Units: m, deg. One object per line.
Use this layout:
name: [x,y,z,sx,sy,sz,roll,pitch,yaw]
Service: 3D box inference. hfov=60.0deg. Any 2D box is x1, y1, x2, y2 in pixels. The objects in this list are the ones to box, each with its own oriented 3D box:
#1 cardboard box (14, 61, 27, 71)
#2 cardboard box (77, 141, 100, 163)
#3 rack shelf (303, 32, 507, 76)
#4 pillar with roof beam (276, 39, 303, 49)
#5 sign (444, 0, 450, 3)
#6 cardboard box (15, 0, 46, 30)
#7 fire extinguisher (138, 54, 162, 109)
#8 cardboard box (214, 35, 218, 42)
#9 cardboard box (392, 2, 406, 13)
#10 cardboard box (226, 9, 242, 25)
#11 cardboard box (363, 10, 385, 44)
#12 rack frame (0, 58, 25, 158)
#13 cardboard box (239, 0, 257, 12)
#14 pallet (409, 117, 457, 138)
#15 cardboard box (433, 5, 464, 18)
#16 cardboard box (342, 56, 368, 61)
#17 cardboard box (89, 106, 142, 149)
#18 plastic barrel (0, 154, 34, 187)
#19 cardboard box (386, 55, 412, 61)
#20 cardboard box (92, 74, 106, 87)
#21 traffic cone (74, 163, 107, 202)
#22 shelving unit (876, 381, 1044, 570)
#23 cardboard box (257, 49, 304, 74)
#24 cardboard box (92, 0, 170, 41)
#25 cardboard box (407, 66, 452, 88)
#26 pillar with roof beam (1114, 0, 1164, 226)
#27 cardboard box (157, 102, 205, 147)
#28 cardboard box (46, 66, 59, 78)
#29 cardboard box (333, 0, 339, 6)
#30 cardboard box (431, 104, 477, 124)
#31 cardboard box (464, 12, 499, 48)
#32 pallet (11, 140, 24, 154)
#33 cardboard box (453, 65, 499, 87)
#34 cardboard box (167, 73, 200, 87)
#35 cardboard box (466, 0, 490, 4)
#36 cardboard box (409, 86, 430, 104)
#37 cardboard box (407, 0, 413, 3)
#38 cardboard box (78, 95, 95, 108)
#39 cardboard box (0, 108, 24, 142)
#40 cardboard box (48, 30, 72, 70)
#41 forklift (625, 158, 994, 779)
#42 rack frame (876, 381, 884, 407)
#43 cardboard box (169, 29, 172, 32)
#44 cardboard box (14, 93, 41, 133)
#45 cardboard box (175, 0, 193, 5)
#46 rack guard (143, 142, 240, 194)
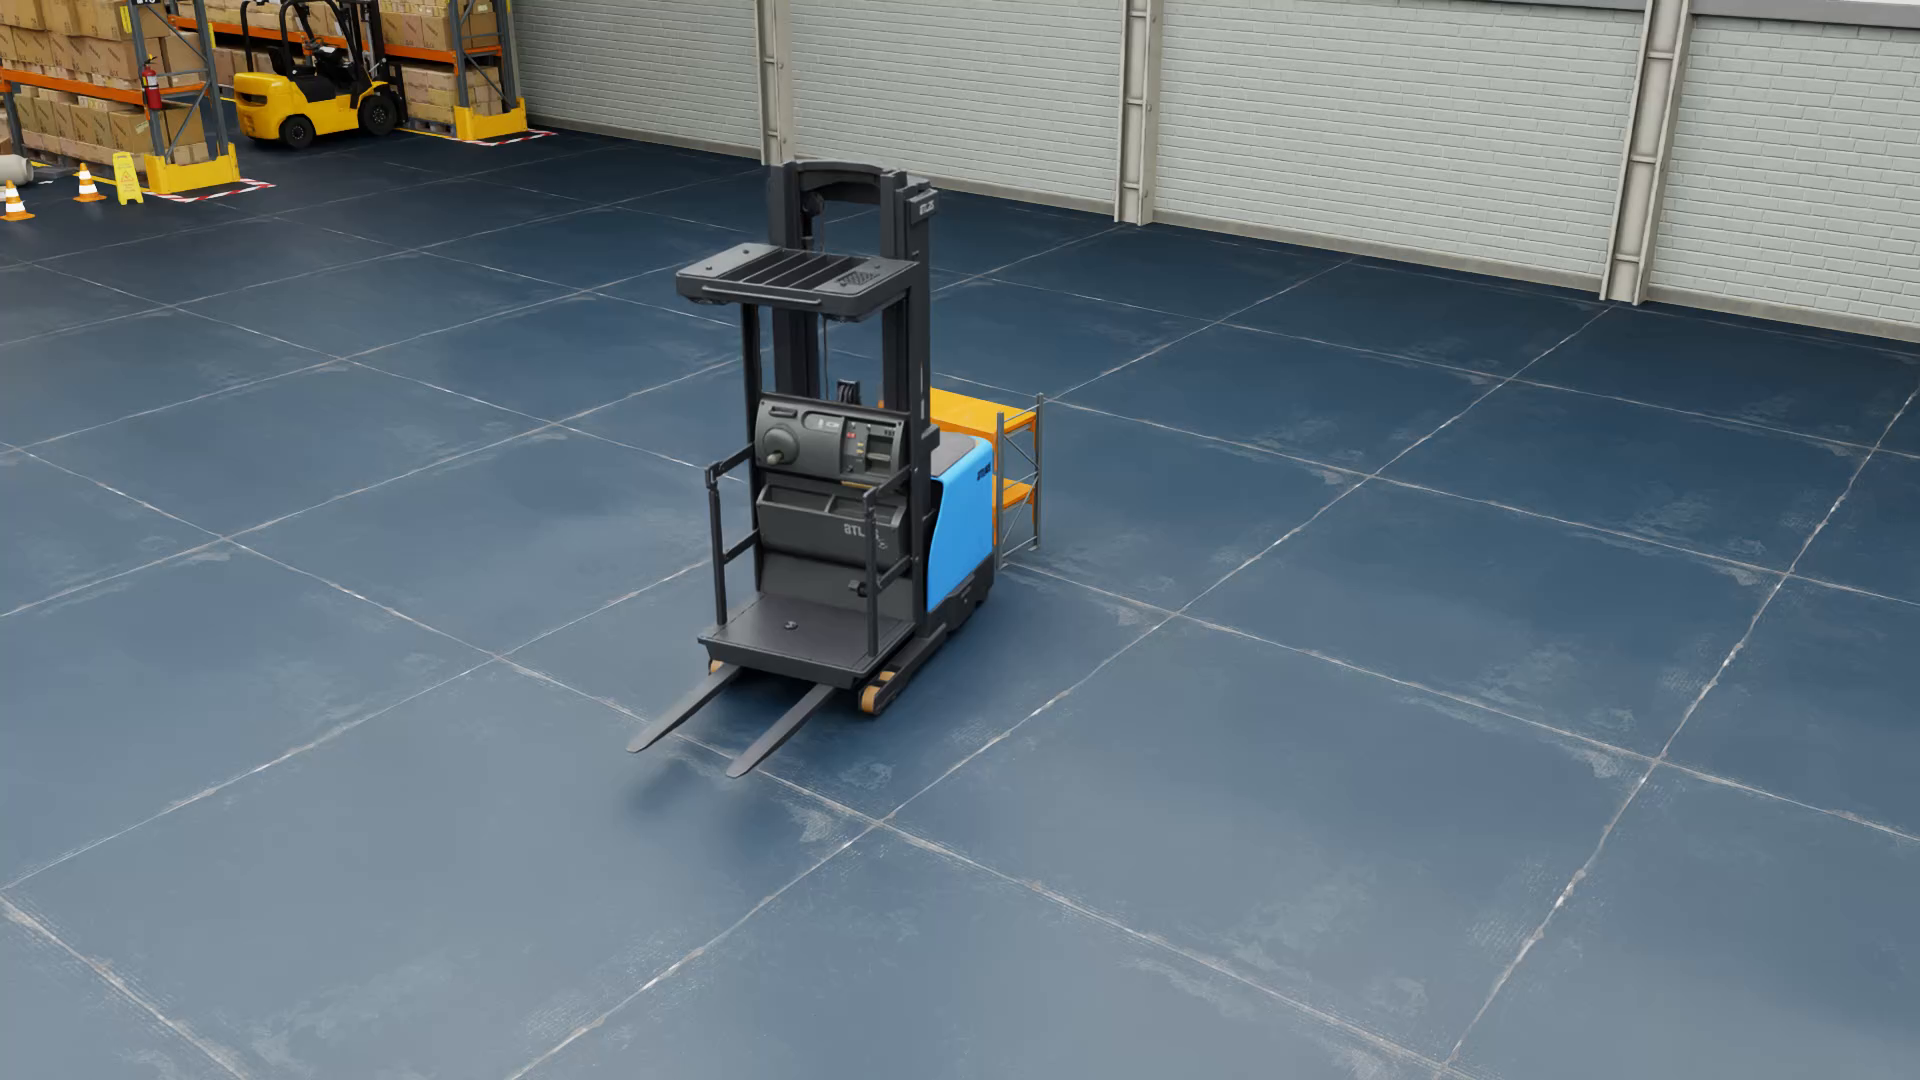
cardboard box: [-13.294,-6.826,23.834,0.250,0.149,0.380,18,29,35]
cardboard box: [-12.026,-5.493,23.386,0.500,0.250,0.500,16,28,31]
rack shelf: [-9.013,-7.954,26.975,4.000,0.370,1.077,17,29,33]
pillar with roof beam: [-14.812,-11.066,25.706,0.400,9.000,9.100,17,29,33]
sign: [-7.749,-8.267,25.062,0.005,0.325,0.100,17,29,33]
cardboard box: [-12.584,-7.367,23.018,0.500,0.500,0.700,16,28,32]
fire extinguisher: [-10.571,-5.986,21.711,0.183,0.674,0.296,17,29,33]
cardboard box: [-14.044,-9.306,30.926,0.250,0.149,0.380,19,30,36]
cardboard box: [-8.685,-8.384,26.129,0.250,0.149,0.380,16,28,32]
cardboard box: [-12.375,-9.108,28.888,0.500,0.250,0.500,18,29,35]
cardboard box: [-9.192,-8.250,26.631,0.500,0.500,0.500,17,29,34]
rack frame: [-13.587,-7.165,24.291,0.127,3.000,1.000,17,29,33]
cardboard box: [-11.981,-9.211,28.502,0.500,0.250,0.500,17,29,34]
pallet: [-8.049,-6.695,26.684,1.213,0.211,1.003,17,29,33]
cardboard box: [-7.858,-8.136,25.567,0.250,0.149,0.380,17,29,34]
cardboard box: [-10.011,-7.814,27.413,0.500,0.250,0.500,17,29,33]
cardboard box: [-11.603,-5.709,22.947,0.500,0.500,0.500,18,30,35]
plastic barrel: [-12.947,-5.030,22.640,0.512,0.421,0.421,-5,24,-12]
cardboard box: [-9.292,-7.858,27.513,0.500,0.250,0.500,17,29,34]
cardboard box: [-11.500,-6.251,22.529,0.250,0.149,0.380,17,29,34]
traffic cone: [-11.504,-4.724,21.899,0.334,0.463,0.336,17,29,33]
shelving unit: [-0.005,-0.516,11.527,1.048,1.125,0.538,17,29,33]
cardboard box: [-11.654,-8.185,29.032,0.625,0.625,0.875,16,29,33]
cardboard box: [-10.926,-6.890,21.935,0.500,0.500,0.700,16,28,32]
cardboard box: [-8.380,-7.324,26.301,0.500,0.250,0.500,17,29,34]
pillar with roof beam: [-0.409,-6.714,15.827,0.400,9.000,9.100,17,29,33]
cardboard box: [-10.885,-5.765,23.072,0.500,0.500,0.500,16,28,32]
cardboard box: [-12.509,-6.558,23.225,0.250,0.149,0.380,17,29,34]
cardboard box: [-9.929,-8.748,26.956,0.250,0.149,0.380,18,29,34]
cardboard box: [-7.978,-6.746,26.229,0.500,0.250,0.500,17,29,34]
cardboard box: [-7.642,-8.055,26.188,0.500,0.500,0.500,18,29,35]
pallet: [-14.211,-6.077,25.280,1.213,0.211,1.003,17,29,33]
cardboard box: [-7.683,-7.369,26.403,0.500,0.250,0.500,16,29,33]
cardboard box: [-10.534,-6.232,22.485,0.250,0.149,0.380,17,29,33]
cardboard box: [-7.553,-8.429,25.863,0.250,0.149,0.380,16,28,32]
cardboard box: [-8.384,-7.104,26.423,0.500,0.250,0.500,16,29,33]
cardboard box: [-8.422,-8.486,25.992,0.250,0.149,0.380,17,29,34]
cardboard box: [-11.927,-6.074,22.971,0.250,0.149,0.380,18,30,35]
cardboard box: [-14.008,-6.281,25.022,0.625,0.372,0.950,17,29,34]
cardboard box: [-12.176,-6.795,22.959,0.500,0.500,0.500,17,29,34]
forklift: [-0.836,-0.540,9.341,1.130,2.935,3.031,10,26,22]
rack frame: [-0.412,-0.639,11.806,0.032,1.125,0.500,17,29,33]
cardboard box: [-11.015,-6.708,22.761,0.500,0.500,0.500,18,29,35]
cardboard box: [-13.277,-6.212,24.088,0.500,0.500,0.500,18,30,36]
cardboard box: [-13.620,-9.701,29.612,0.500,0.250,0.500,17,29,33]
rack guard: [-10.447,-5.072,22.642,0.348,0.500,1.175,17,29,33]
